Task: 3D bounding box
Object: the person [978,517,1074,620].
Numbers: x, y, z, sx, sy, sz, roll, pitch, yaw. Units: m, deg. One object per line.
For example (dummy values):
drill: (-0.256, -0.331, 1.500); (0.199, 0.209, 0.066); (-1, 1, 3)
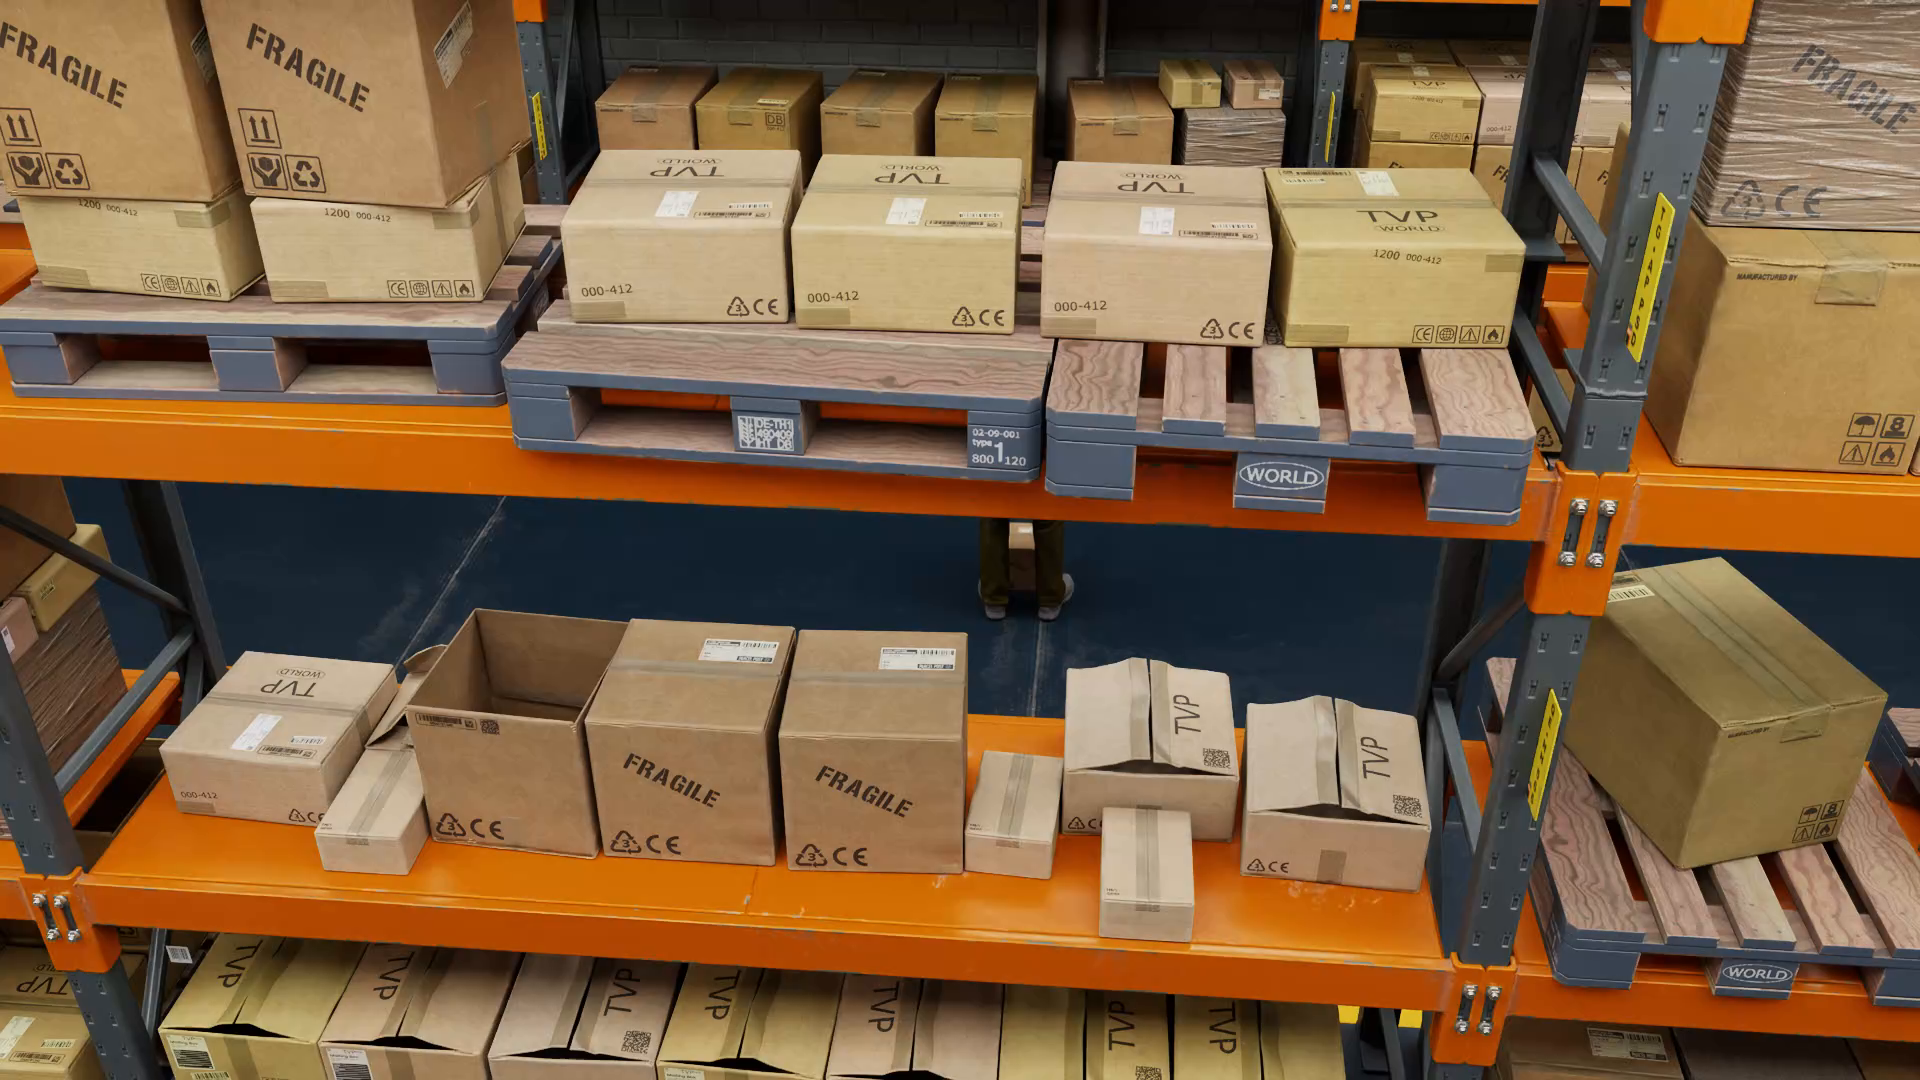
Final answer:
person: (0.274, -0.435, 7.803); (0.643, 1.772, 0.429); (1, 32, 2)
